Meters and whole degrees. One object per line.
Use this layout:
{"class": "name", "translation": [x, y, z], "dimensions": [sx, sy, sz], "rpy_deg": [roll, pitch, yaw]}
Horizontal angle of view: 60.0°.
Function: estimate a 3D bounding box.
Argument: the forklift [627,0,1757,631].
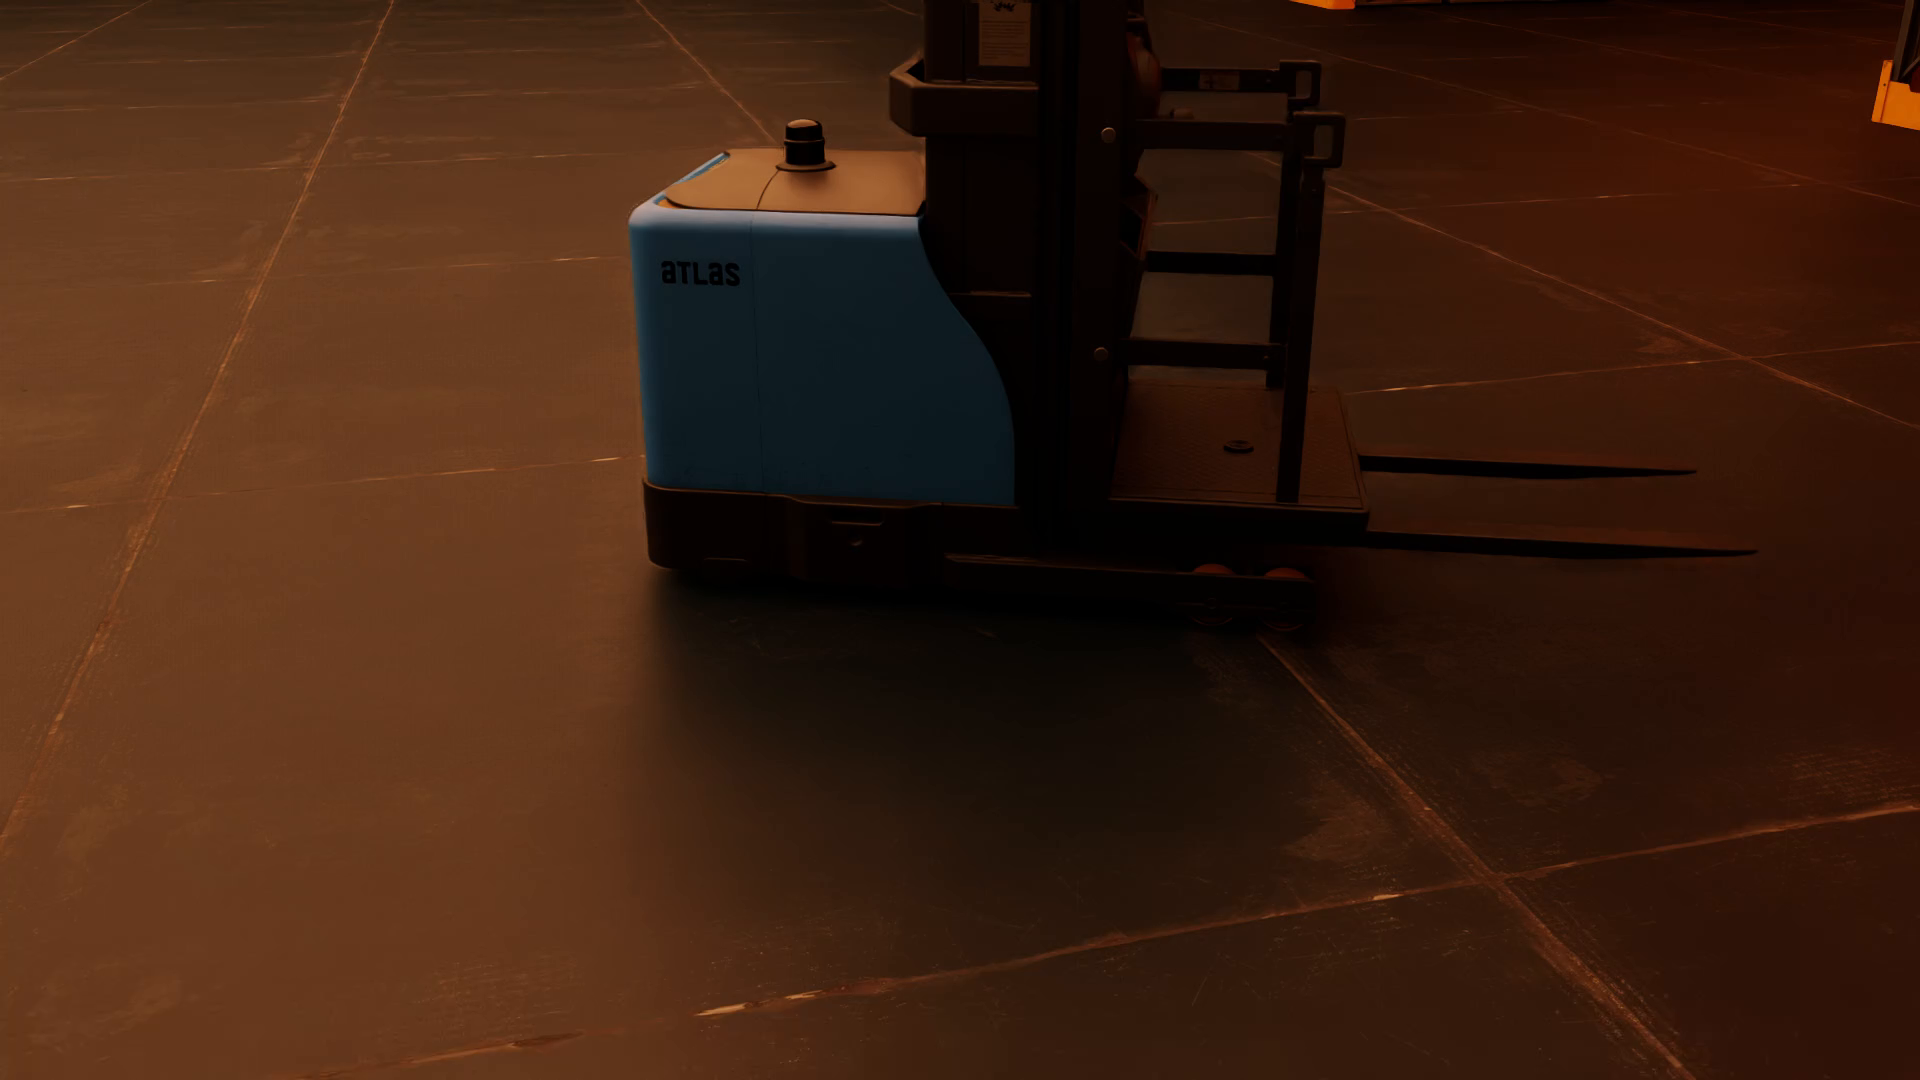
{"class": "forklift", "translation": [0.666, -1.326, 4.427], "dimensions": [3.031, 2.935, 1.130], "rpy_deg": [3, 23, 7]}
